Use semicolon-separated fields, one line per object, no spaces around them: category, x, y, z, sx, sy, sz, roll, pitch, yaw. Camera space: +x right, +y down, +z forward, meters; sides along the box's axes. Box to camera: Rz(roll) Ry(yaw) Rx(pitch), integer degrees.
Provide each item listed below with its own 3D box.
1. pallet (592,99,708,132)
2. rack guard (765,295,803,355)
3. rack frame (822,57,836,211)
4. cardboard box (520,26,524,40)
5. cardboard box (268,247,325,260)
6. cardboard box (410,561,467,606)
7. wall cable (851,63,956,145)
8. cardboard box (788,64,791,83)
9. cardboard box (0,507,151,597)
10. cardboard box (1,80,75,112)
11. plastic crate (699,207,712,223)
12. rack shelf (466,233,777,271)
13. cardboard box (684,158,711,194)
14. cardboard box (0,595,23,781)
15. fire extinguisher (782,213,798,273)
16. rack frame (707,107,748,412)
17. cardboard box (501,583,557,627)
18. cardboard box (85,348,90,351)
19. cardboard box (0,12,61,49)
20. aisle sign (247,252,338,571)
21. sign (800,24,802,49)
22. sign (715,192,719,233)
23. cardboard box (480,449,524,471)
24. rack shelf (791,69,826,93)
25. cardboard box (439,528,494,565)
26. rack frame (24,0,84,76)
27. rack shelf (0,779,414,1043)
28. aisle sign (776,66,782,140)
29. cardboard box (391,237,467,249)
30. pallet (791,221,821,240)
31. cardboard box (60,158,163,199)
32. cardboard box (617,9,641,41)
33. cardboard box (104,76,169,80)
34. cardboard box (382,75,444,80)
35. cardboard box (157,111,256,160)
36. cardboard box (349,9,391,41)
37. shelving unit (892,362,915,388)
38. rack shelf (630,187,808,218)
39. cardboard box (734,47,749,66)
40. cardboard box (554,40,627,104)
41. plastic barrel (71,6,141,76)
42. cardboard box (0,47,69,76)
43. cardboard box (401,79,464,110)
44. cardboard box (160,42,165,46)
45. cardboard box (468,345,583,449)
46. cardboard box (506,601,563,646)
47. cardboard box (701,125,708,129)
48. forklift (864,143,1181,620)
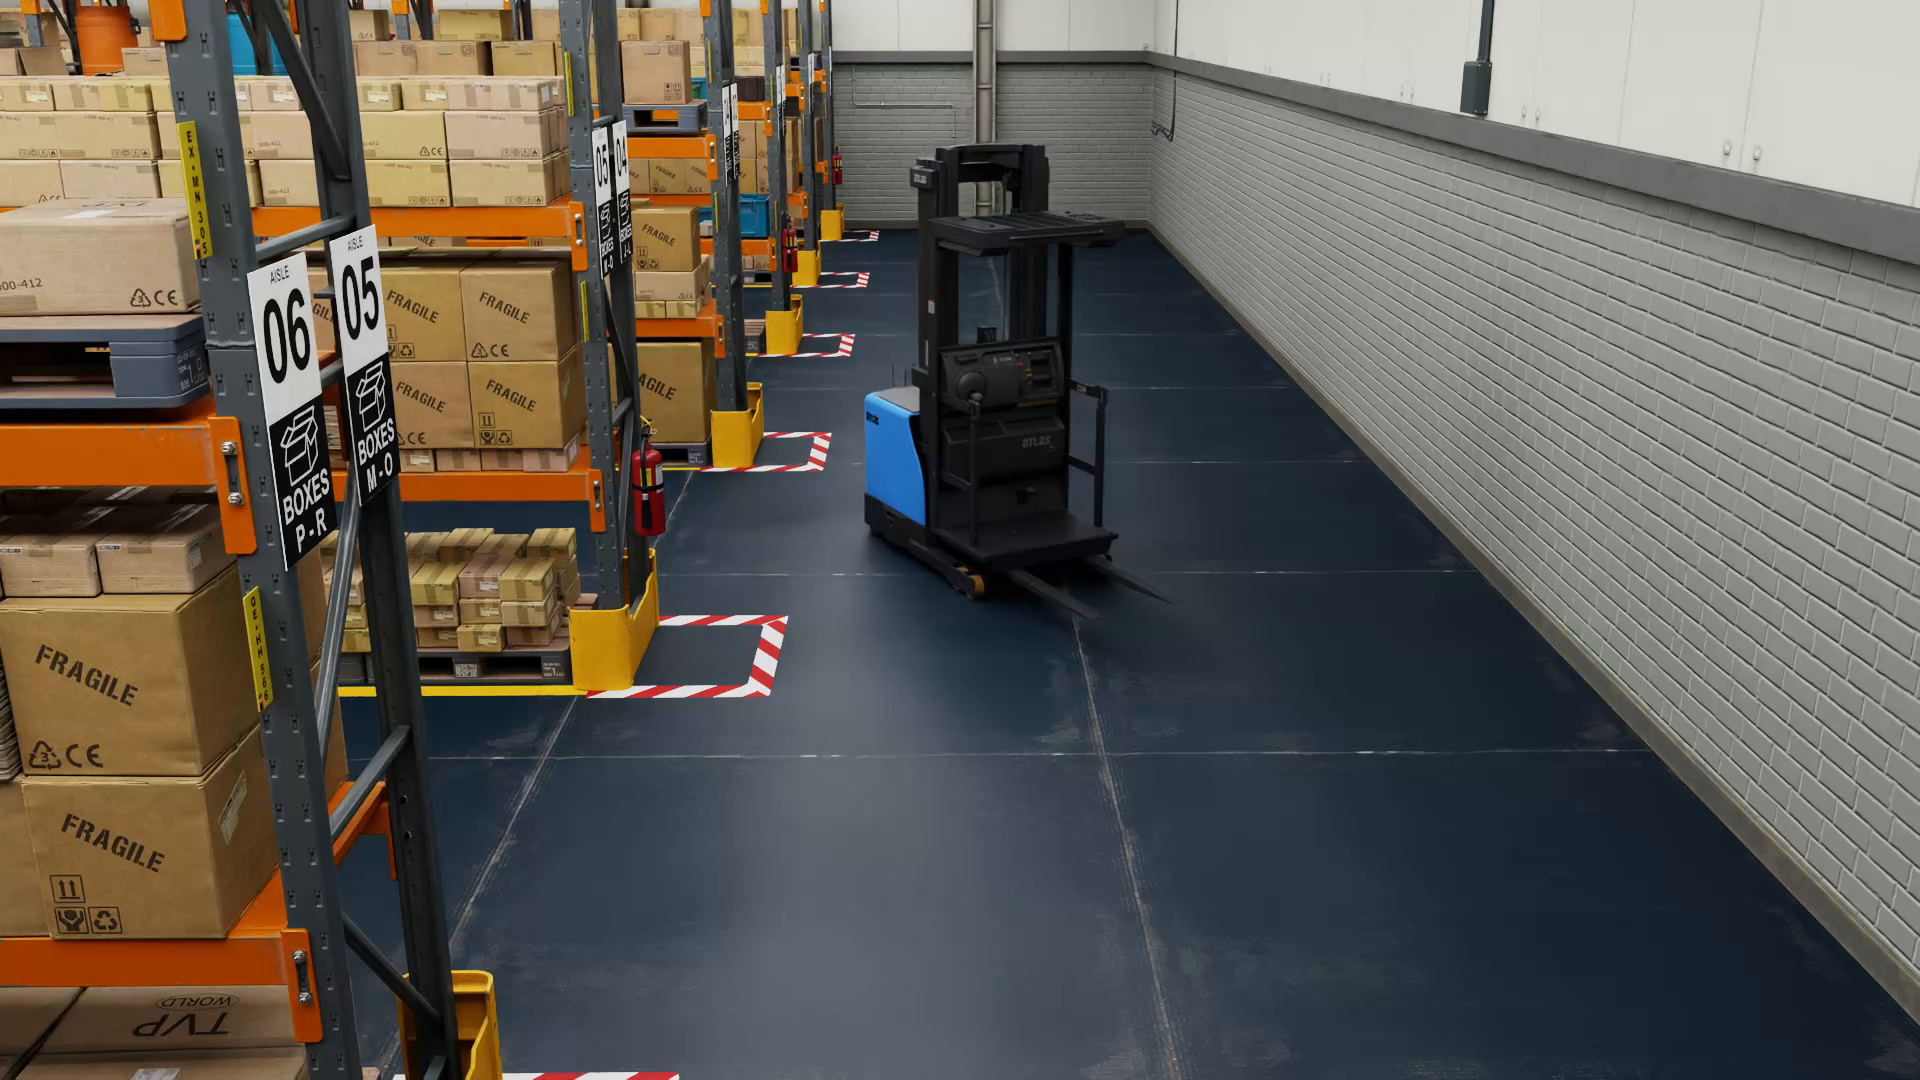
pallet;-2.765;-3.615;14.141;1.213;0.211;1.003;0;18;-1
rack guard;-2.078;-2.563;19.717;0.348;0.500;1.175;0;18;-1
rack frame;-2.258;-6.775;28.755;0.127;3.000;1.000;0;18;-1
cardboard box;-7.140;-8.470;28.246;0.500;0.500;0.700;-1;18;-4
cardboard box;-4.034;-1.461;9.905;0.500;0.500;0.500;-1;18;-3
cardboard box;-3.081;0.257;9.841;0.250;0.149;0.380;-1;18;-2
wall cable;-0.993;-7.553;29.520;1.851;1.984;0.084;0;18;-1
cardboard box;-2.694;-6.694;23.838;0.500;0.250;0.500;0;18;-1
cardboard box;-2.477;0.030;4.682;0.250;0.149;0.380;0;18;0
cardboard box;-4.968;-2.411;9.015;0.250;0.149;0.380;-1;18;-2
plastic crate;-3.012;-3.794;19.639;0.300;0.233;0.416;0;18;-1
rack shelf;-4.102;-3.397;19.403;4.000;0.370;1.077;0;18;-1
cardboard box;-3.638;-5.220;23.744;0.500;0.500;0.500;0;18;0
cardboard box;-2.868;0.354;4.734;0.500;0.500;0.500;0;18;-1
fire extinguisher;-1.944;-3.396;18.961;0.183;0.674;0.296;0;18;-1
rack frame;-2.024;-2.236;14.607;0.127;3.000;1.000;0;18;-1
cardboard box;-2.570;0.385;9.930;0.250;0.149;0.380;-1;18;-2
cardboard box;-5.073;-1.302;9.407;0.500;0.500;0.500;-1;18;-3
cardboard box;-12.989;-7.118;23.247;0.500;0.500;0.500;1;18;4
aisle sign;-1.791;-0.353;4.481;0.004;0.787;0.394;0;18;-1
sign;-2.188;-6.942;22.917;0.005;0.325;0.100;0;18;-1
sign;-2.029;-2.734;13.877;0.005;0.325;0.100;0;18;-1
cardboard box;-2.617;-0.523;9.680;0.250;0.149;0.380;0;18;-1
rack shelf;-4.258;-7.851;28.377;4.000;0.370;1.077;0;18;-1
cardboard box;-3.103;0.053;10.479;0.250;0.149;0.380;0;18;-1
rack frame;-10.101;-6.567;18.286;0.127;3.000;1.000;0;18;-1
rack shelf;-3.867;1.143;5.252;4.000;0.370;1.077;0;18;-1
aisle sign;-2.025;-4.897;18.648;0.004;0.787;0.394;0;18;-1
cardboard box;-4.528;-2.572;14.186;0.500;0.500;0.500;-1;18;-3
pallet;-3.057;-5.419;29.095;1.213;0.211;1.003;0;18;-1
cardboard box;-4.557;-1.982;9.149;0.500;0.250;0.500;0;18;2
cardboard box;-4.688;-7.172;23.282;0.500;0.500;0.700;0;18;-1
cardboard box;-4.695;-2.579;9.539;0.250;0.149;0.380;-1;18;-3
cardboard box;-3.145;-2.598;9.598;0.250;0.149;0.380;0;18;0
cardboard box;-4.031;-2.232;9.112;0.500;0.250;0.500;-1;18;-3
cardboard box;-5.083;-4.300;13.888;0.500;0.250;0.500;-1;18;-4
shelving unit;-0.388;-0.773;12.994;0.189;1.200;0.258;-9;20;-27
rack shelf;-4.176;-4.909;24.119;4.000;0.370;1.077;0;18;-1
cardboard box;-3.186;-6.774;23.269;0.500;0.250;0.500;0;18;-1
cardboard box;-3.107;-3.975;14.102;0.500;0.500;0.700;-1;18;-3
plastic barrel;-9.533;-5.545;18.620;0.708;0.830;0.600;0;18;-1
cardboard box;-7.981;-3.891;14.000;0.637;0.503;0.797;-1;18;-2
cardboard box;-2.879;-2.441;9.111;0.250;0.149;0.380;-1;18;-3
cardboard box;-13.093;-8.284;28.007;0.500;0.311;0.500;0;18;1
cardboard box;-2.492;-0.829;9.571;0.500;0.500;0.500;0;18;0
cardboard box;-2.570;0.503;10.048;0.250;0.149;0.380;0;18;0
cardboard box;-3.641;-5.693;23.582;0.500;0.500;0.500;0;18;1
forklift;0.406;-1.151;11.338;1.130;2.935;3.031;-9;20;-27
